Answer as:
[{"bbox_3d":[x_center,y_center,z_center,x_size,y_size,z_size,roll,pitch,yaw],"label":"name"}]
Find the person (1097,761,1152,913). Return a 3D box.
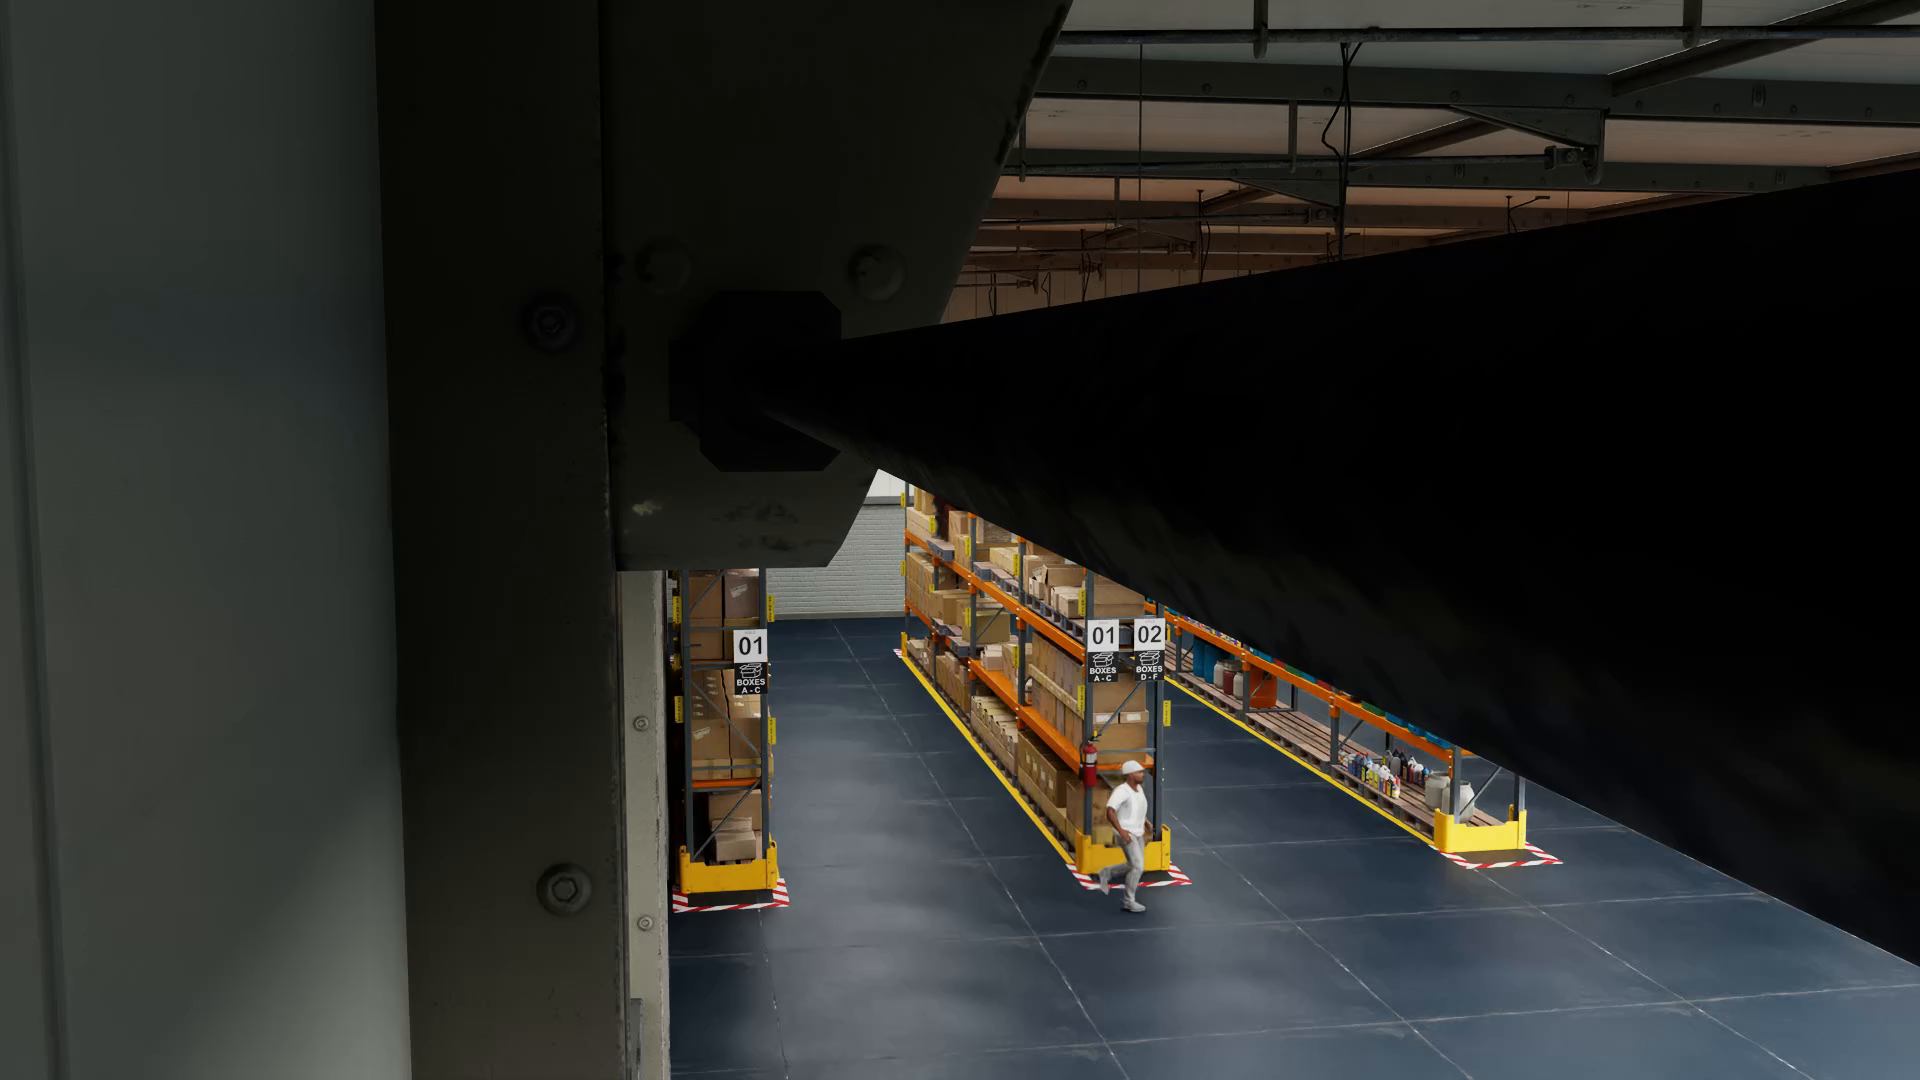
[{"bbox_3d":[1.965,3.451,19.611,0.695,1.708,0.742,4,7,31],"label":"person"}]
